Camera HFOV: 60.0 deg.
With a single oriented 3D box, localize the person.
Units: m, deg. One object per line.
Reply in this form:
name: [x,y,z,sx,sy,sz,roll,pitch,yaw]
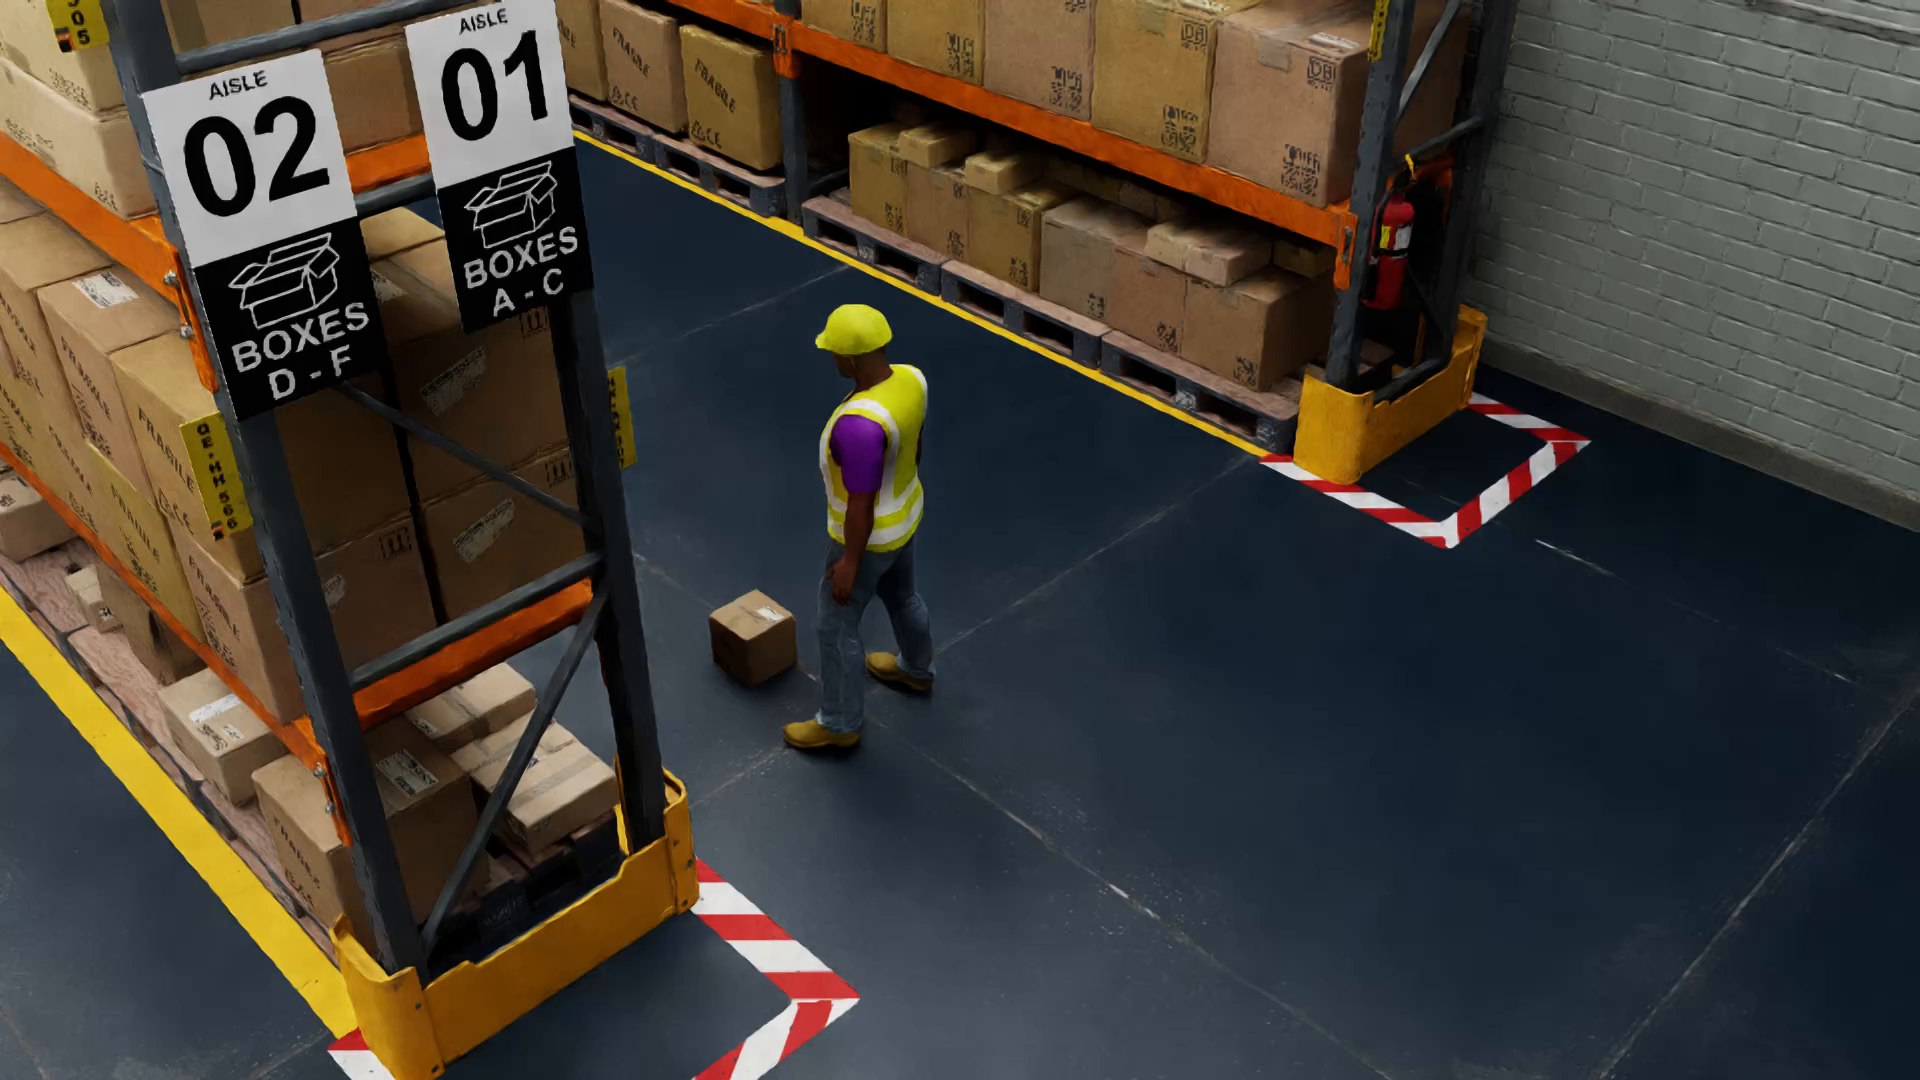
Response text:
person: [-0.377,-0.066,6.180,0.488,1.767,0.671,11,37,15]
